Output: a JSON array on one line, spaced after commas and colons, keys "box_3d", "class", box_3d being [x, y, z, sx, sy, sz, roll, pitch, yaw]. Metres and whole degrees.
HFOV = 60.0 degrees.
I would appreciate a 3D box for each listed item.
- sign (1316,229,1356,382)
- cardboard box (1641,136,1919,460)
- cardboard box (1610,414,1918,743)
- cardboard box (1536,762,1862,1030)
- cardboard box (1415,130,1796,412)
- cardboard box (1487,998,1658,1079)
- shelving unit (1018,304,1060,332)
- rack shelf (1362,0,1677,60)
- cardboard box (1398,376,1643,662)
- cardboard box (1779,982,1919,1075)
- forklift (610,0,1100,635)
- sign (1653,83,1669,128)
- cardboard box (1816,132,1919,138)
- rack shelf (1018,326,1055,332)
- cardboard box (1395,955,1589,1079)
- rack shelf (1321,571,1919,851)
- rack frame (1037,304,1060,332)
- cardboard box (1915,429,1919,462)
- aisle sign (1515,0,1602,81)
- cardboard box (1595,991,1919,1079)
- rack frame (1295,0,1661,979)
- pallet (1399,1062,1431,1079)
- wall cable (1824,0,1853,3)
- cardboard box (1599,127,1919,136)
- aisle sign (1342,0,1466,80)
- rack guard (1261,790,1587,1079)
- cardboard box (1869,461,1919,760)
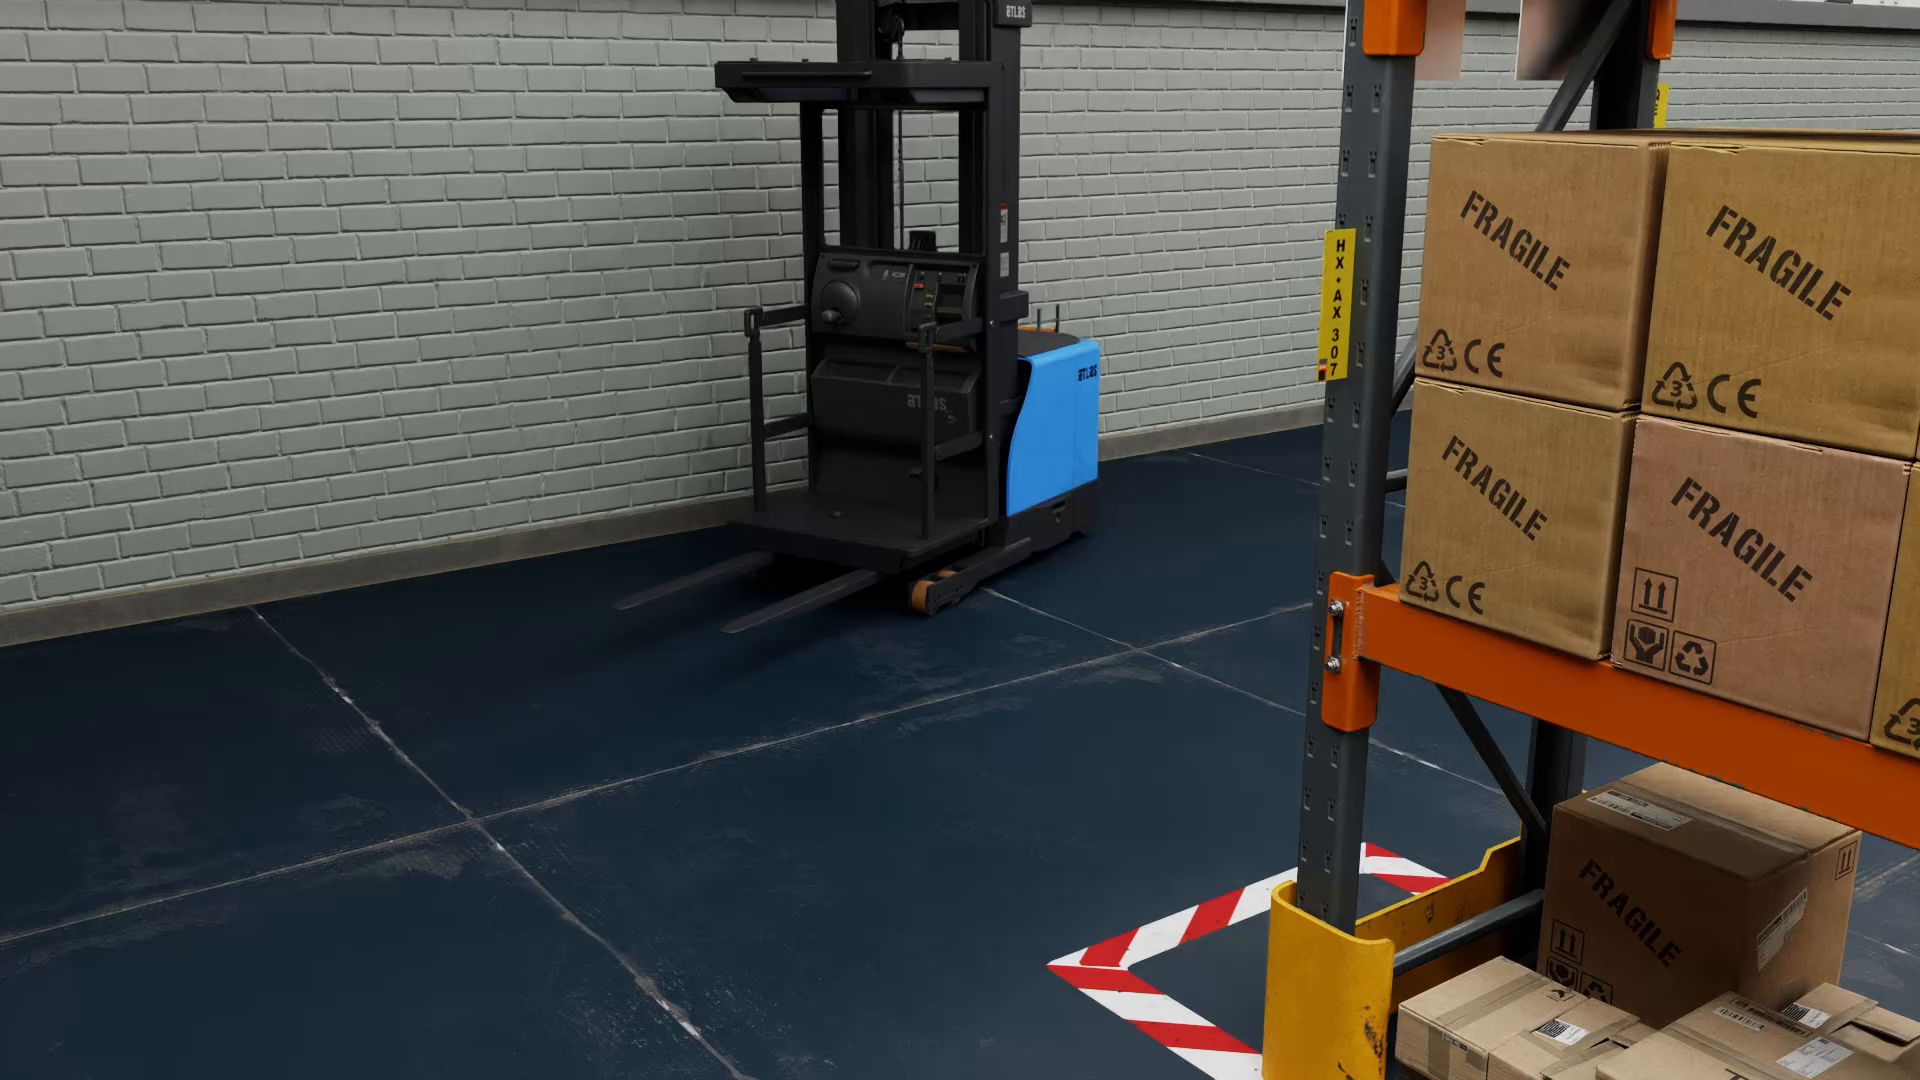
[{"box_3d": [0.821, -0.511, 3.620, 0.100, 0.325, 0.005, -11, 19, -35], "class": "sign"}, {"box_3d": [1.621, -0.462, 2.998, 0.500, 0.500, 0.500, -11, 19, -34], "class": "cardboard box"}, {"box_3d": [1.615, 0.019, 3.134, 0.500, 0.500, 0.500, -11, 19, -35], "class": "cardboard box"}, {"box_3d": [1.779, 0.894, 4.030, 0.500, 0.500, 0.500, -11, 19, -35], "class": "cardboard box"}, {"box_3d": [1.307, -0.572, 3.401, 0.500, 0.500, 0.500, -10, 18, -33], "class": "cardboard box"}, {"box_3d": [1.375, 1.173, 3.642, 0.380, 0.166, 0.250, -11, 19, -35], "class": "cardboard box"}, {"box_3d": [0.287, -0.763, 9.592, 0.503, 1.200, 0.258, 9, 18, 30], "class": "shelving unit"}, {"box_3d": [2.436, -0.850, 2.181, 1.077, 0.370, 4.000, -11, 19, -35], "class": "rack shelf"}, {"box_3d": [1.307, -0.090, 3.533, 0.500, 0.500, 0.500, -10, 18, -33], "class": "cardboard box"}, {"box_3d": [1.944, 1.155, 3.707, 0.380, 0.166, 0.250, -11, 19, -35], "class": "cardboard box"}, {"box_3d": [-0.430, -1.201, 7.910, 1.130, 2.935, 3.031, 9, 18, 30], "class": "forklift"}, {"box_3d": [1.721, -0.970, 4.147, 0.100, 0.325, 0.005, -11, 19, -35], "class": "sign"}, {"box_3d": [2.042, -0.548, 3.312, 0.500, 0.500, 0.500, -10, 18, -33], "class": "cardboard box"}, {"box_3d": [0.287, -1.142, 9.488, 0.480, 0.148, 0.258, 9, 18, 30], "class": "rack shelf"}, {"box_3d": [1.228, 1.128, 3.839, 0.380, 0.149, 0.250, -11, 19, -35], "class": "cardboard box"}, {"box_3d": [2.436, 0.597, 2.577, 1.077, 0.370, 4.000, -11, 19, -35], "class": "rack shelf"}, {"box_3d": [0.496, -0.730, 9.470, 0.015, 1.200, 0.240, 9, 18, 30], "class": "rack frame"}, {"box_3d": [1.911, -0.354, 2.605, 0.500, 0.500, 0.500, -11, 19, -34], "class": "cardboard box"}, {"box_3d": [1.468, -1.493, 3.926, 0.394, 0.787, 0.004, -11, 19, -35], "class": "aisle sign"}, {"box_3d": [1.644, 1.204, 3.372, 0.500, 0.250, 0.500, -11, 19, -35], "class": "cardboard box"}, {"box_3d": [1.260, -0.177, 4.042, 1.000, 3.000, 0.127, -11, 19, -35], "class": "rack frame"}, {"box_3d": [1.774, 1.354, 3.730, 1.003, 0.211, 1.213, -11, 19, -35], "class": "pallet"}, {"box_3d": [8.738, -7.902, 14.807, 2.277, 5.999, 0.120, -11, 19, -35], "class": "wall cable"}, {"box_3d": [1.744, -0.656, 3.706, 0.500, 0.500, 0.500, -11, 19, -35], "class": "cardboard box"}, {"box_3d": [0.982, -1.400, 3.586, 0.394, 0.787, 0.004, -11, 19, -35], "class": "aisle sign"}, {"box_3d": [1.305, 1.044, 4.313, 1.175, 0.500, 0.348, -11, 19, -35], "class": "rack guard"}, {"box_3d": [1.908, 0.127, 2.741, 0.500, 0.500, 0.500, -11, 19, -35], "class": "cardboard box"}]
